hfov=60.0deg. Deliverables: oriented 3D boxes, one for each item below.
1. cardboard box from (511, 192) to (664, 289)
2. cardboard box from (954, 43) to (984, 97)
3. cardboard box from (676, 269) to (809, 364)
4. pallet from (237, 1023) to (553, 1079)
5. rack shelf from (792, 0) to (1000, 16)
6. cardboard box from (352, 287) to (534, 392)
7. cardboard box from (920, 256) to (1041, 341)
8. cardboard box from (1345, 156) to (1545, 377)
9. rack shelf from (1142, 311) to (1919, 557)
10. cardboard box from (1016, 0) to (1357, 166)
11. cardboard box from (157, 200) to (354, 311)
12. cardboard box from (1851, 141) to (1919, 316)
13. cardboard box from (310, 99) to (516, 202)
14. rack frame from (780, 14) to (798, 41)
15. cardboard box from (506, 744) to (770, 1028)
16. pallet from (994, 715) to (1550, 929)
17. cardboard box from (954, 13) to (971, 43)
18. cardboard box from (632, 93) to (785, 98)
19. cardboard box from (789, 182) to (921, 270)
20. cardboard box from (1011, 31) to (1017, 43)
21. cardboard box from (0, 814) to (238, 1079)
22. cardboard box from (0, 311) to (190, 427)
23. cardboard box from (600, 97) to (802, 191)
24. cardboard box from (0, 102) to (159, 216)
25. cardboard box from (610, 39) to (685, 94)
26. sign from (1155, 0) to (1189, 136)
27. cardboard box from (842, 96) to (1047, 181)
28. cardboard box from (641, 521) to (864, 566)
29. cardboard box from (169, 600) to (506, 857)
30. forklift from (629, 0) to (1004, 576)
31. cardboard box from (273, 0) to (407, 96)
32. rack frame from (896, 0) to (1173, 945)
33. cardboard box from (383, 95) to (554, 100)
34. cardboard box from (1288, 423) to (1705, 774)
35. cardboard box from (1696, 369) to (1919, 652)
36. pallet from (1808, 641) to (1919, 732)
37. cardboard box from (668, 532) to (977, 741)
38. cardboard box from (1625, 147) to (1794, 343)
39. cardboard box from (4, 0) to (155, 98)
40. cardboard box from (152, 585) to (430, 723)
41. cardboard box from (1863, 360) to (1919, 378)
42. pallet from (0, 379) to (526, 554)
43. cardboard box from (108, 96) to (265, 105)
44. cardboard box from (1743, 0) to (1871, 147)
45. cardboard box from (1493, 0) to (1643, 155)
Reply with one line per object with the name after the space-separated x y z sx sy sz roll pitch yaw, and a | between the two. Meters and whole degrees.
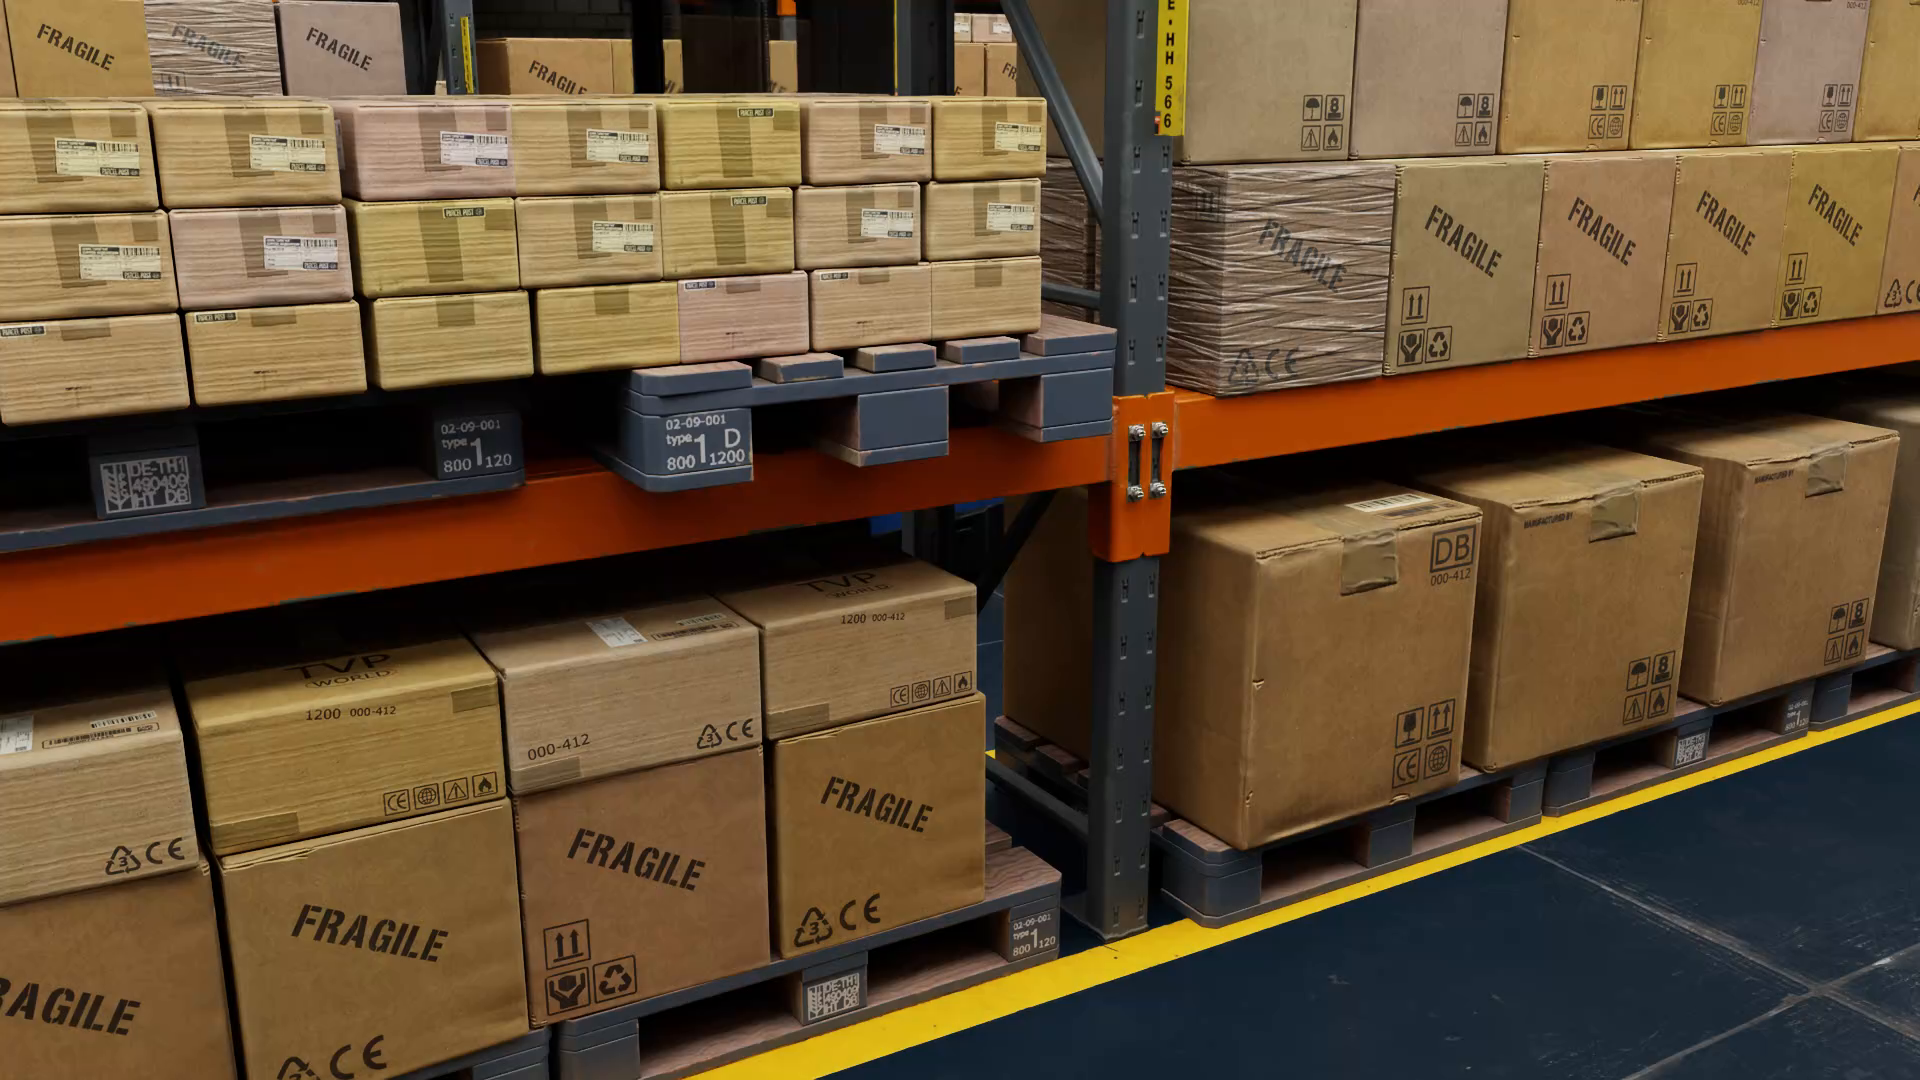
-0.710 -0.544 2.930 0.250 0.149 0.380 -9 18 -30 | cardboard box
-0.209 -2.427 8.997 0.500 0.500 0.500 -9 18 -28 | cardboard box
-0.475 -0.440 3.108 0.250 0.149 0.380 -9 18 -29 | cardboard box
-1.570 1.016 3.393 1.213 0.211 1.003 -9 18 -30 | pallet
0.093 -4.814 14.802 4.000 0.370 1.077 -9 18 -30 | rack shelf
-0.920 -0.368 2.852 0.250 0.149 0.380 -10 19 -32 | cardboard box
-0.041 -0.509 3.357 0.250 0.149 0.380 -9 18 -29 | cardboard box
1.104 -0.723 4.245 0.500 0.500 0.500 -9 18 -30 | cardboard box
1.860 -0.535 5.093 4.000 0.370 1.077 -9 18 -30 | rack shelf
0.535 -1.193 4.070 0.500 0.500 0.700 -9 18 -30 | cardboard box
-1.148 -0.474 2.679 0.250 0.149 0.380 -9 18 -28 | cardboard box
2.831 -1.003 5.244 0.500 0.500 0.500 -9 18 -30 | cardboard box
-0.916 -0.656 2.777 0.250 0.149 0.380 -9 18 -30 | cardboard box
-1.621 -3.438 14.118 0.127 3.000 1.000 -9 18 -30 | rack frame
-0.731 0.622 3.488 0.500 0.500 0.500 -8 18 -27 | cardboard box
0.860 0.647 4.709 1.213 0.211 1.003 -9 18 -30 | pallet
-0.148 -2.738 8.902 0.250 0.149 0.380 -10 19 -32 | cardboard box
-0.579 -0.913 3.696 0.250 0.149 0.380 -10 18 -31 | cardboard box
-0.271 -0.616 3.187 0.250 0.149 0.380 -8 18 -28 | cardboard box
0.353 -3.013 9.884 0.250 0.149 0.380 -9 18 -30 | cardboard box
-1.619 0.763 2.983 0.500 0.500 0.500 -9 18 -29 | cardboard box
-1.375 -0.294 2.588 0.250 0.149 0.380 -10 19 -32 | cardboard box
-0.480 -0.726 3.027 0.250 0.149 0.380 -9 18 -28 | cardboard box
-1.372 -0.581 2.512 0.250 0.149 0.380 -9 18 -28 | cardboard box
-1.543 -2.211 8.226 0.500 0.500 0.500 -8 18 -27 | cardboard box
0.433 -0.998 3.415 0.005 0.325 0.100 -9 18 -30 | sign
-0.039 -0.797 3.280 0.250 0.149 0.380 -10 19 -32 | cardboard box
-0.570 0.077 4.042 0.500 0.250 0.500 -10 19 -32 | cardboard box
-1.177 0.333 3.130 0.500 0.250 0.500 -9 18 -28 | cardboard box
-1.019 -1.140 6.047 1.130 2.935 3.031 15 22 43 | forklift
-2.799 -2.132 7.419 0.500 0.500 0.500 -10 18 -31 | cardboard box
0.145 -0.603 4.004 0.127 3.000 1.000 -9 18 -30 | rack frame
-1.019 -0.844 3.447 0.250 0.149 0.380 -10 19 -32 | cardboard box
1.461 0.092 4.915 0.750 0.750 1.050 -9 18 -29 | cardboard box
3.088 -0.171 5.853 0.750 0.750 1.050 -9 18 -30 | cardboard box
2.952 0.308 5.919 1.213 0.211 1.003 -9 18 -30 | pallet
-0.306 0.193 3.628 0.500 0.250 0.500 -10 18 -31 | cardboard box
1.964 -0.861 4.740 0.500 0.500 0.500 -9 18 -30 | cardboard box
-3.664 -1.991 6.917 0.500 0.500 0.500 -9 18 -30 | cardboard box
-1.436 0.213 3.555 0.500 0.250 0.500 -9 18 -29 | cardboard box
4.149 -0.410 6.472 0.875 0.875 0.875 -9 18 -29 | cardboard box
-1.530 -0.226 3.015 1.213 0.211 1.003 -9 18 -30 | pallet
-1.476 -0.768 3.179 0.250 0.149 0.380 -9 18 -28 | cardboard box
2.278 -1.476 5.081 0.500 0.500 0.700 -9 18 -29 | cardboard box
1.407 -1.335 4.578 0.500 0.500 0.700 -10 18 -31 | cardboard box
